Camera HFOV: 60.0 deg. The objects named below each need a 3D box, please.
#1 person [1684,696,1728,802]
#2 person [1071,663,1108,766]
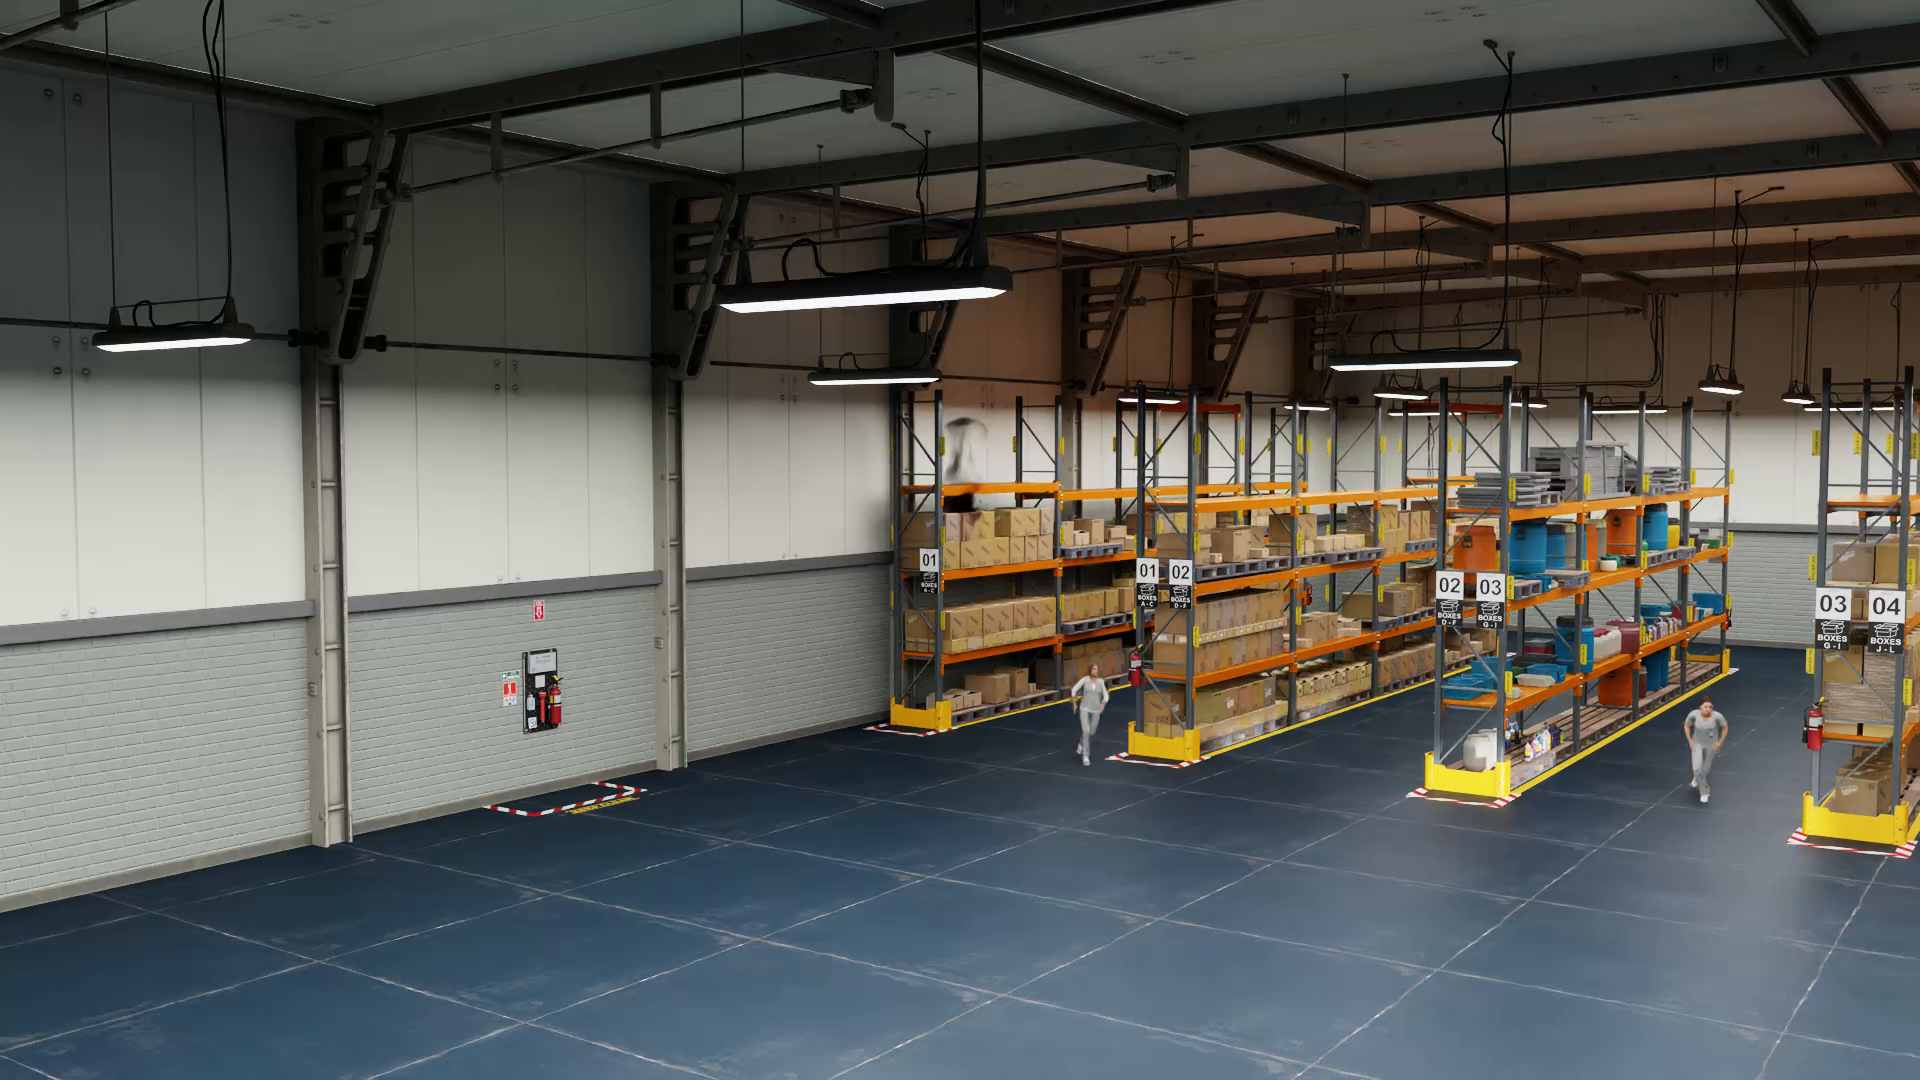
[{"bbox_3d":[10.589,2.942,23.629,0.573,1.507,0.927,1,3,21],"label":"person"},{"bbox_3d":[2.072,2.753,26.414,0.583,1.561,0.694,0,3,-8],"label":"person"}]
